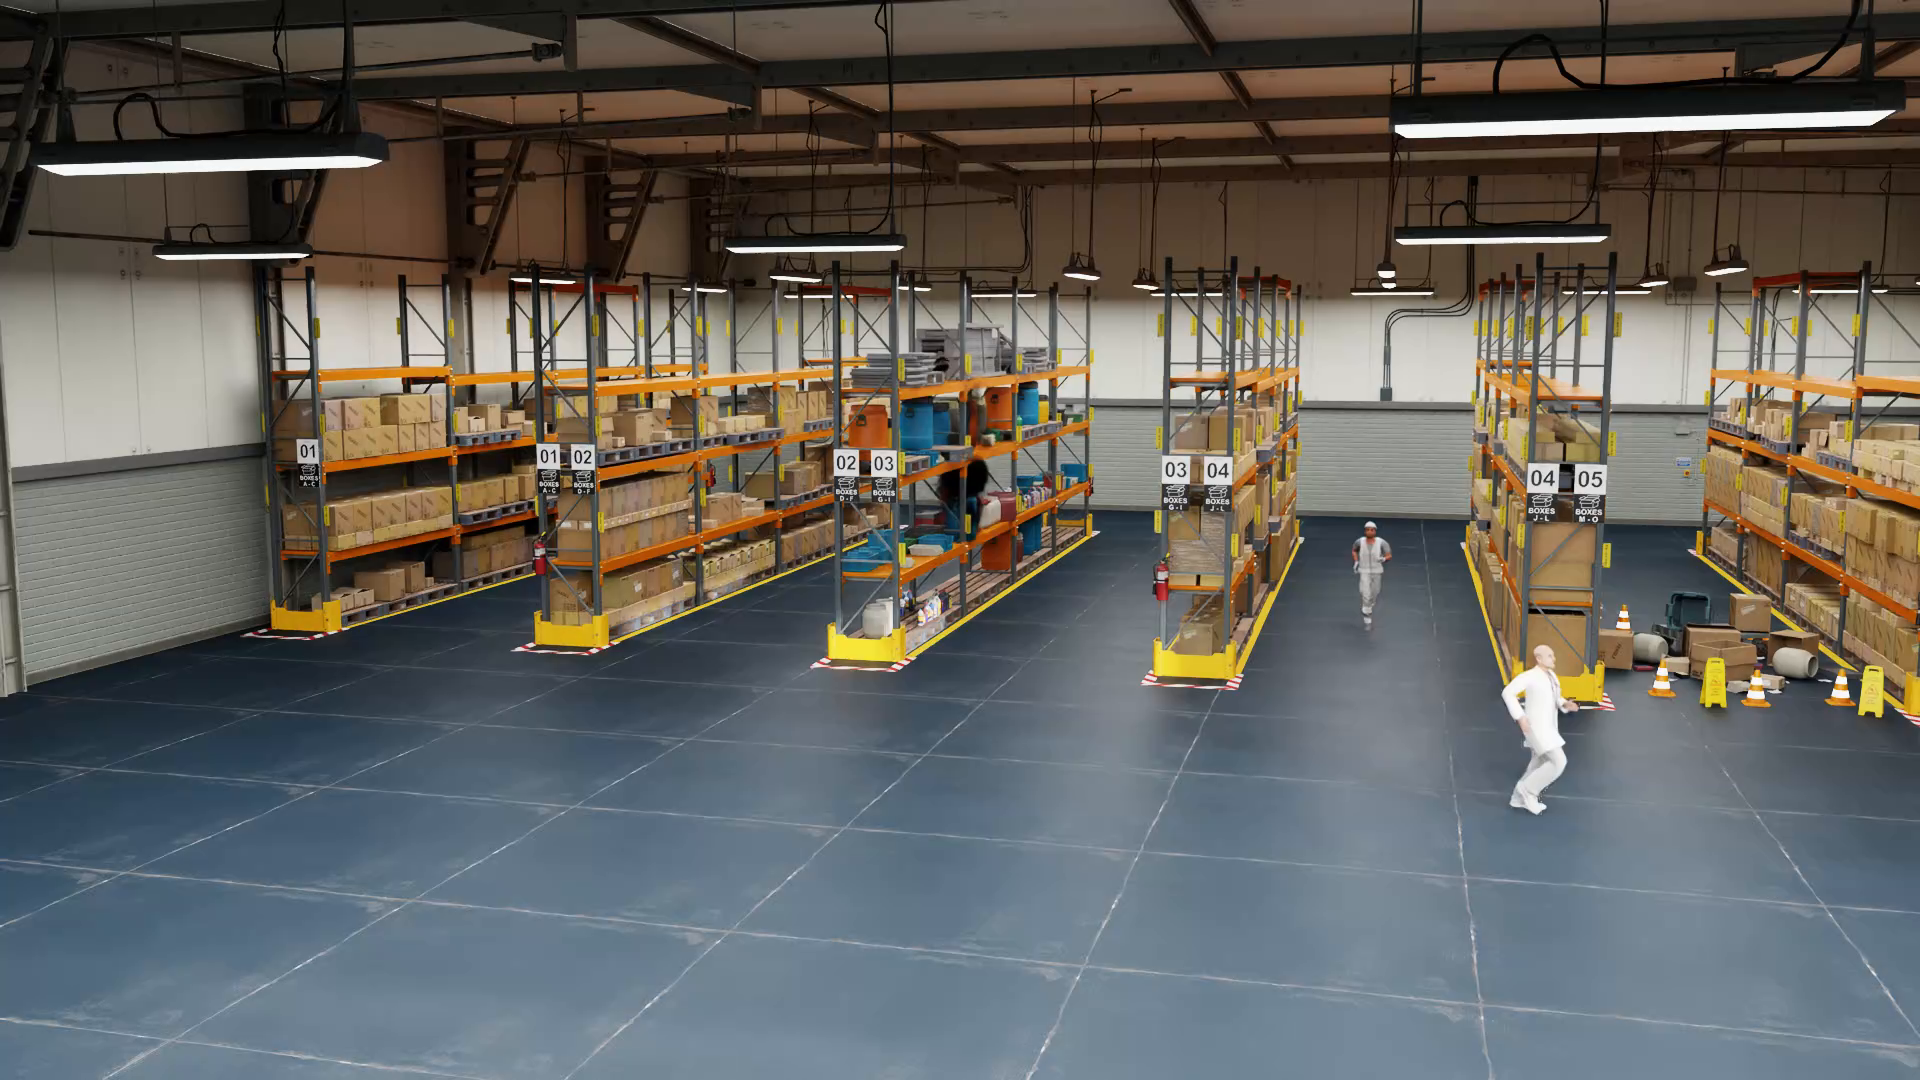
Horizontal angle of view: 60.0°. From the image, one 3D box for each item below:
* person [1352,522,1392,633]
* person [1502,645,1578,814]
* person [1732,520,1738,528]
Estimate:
[{"bbox_3d":[6.886,0.584,27.831,0.633,1.804,0.928,1,7,9],"label":"person"},{"bbox_3d":[6.021,1.957,17.136,0.676,1.746,0.697,6,10,41],"label":"person"},{"bbox_3d":[17.903,-0.702,38.021,0.757,1.745,0.991,-3,8,-19],"label":"person"}]
